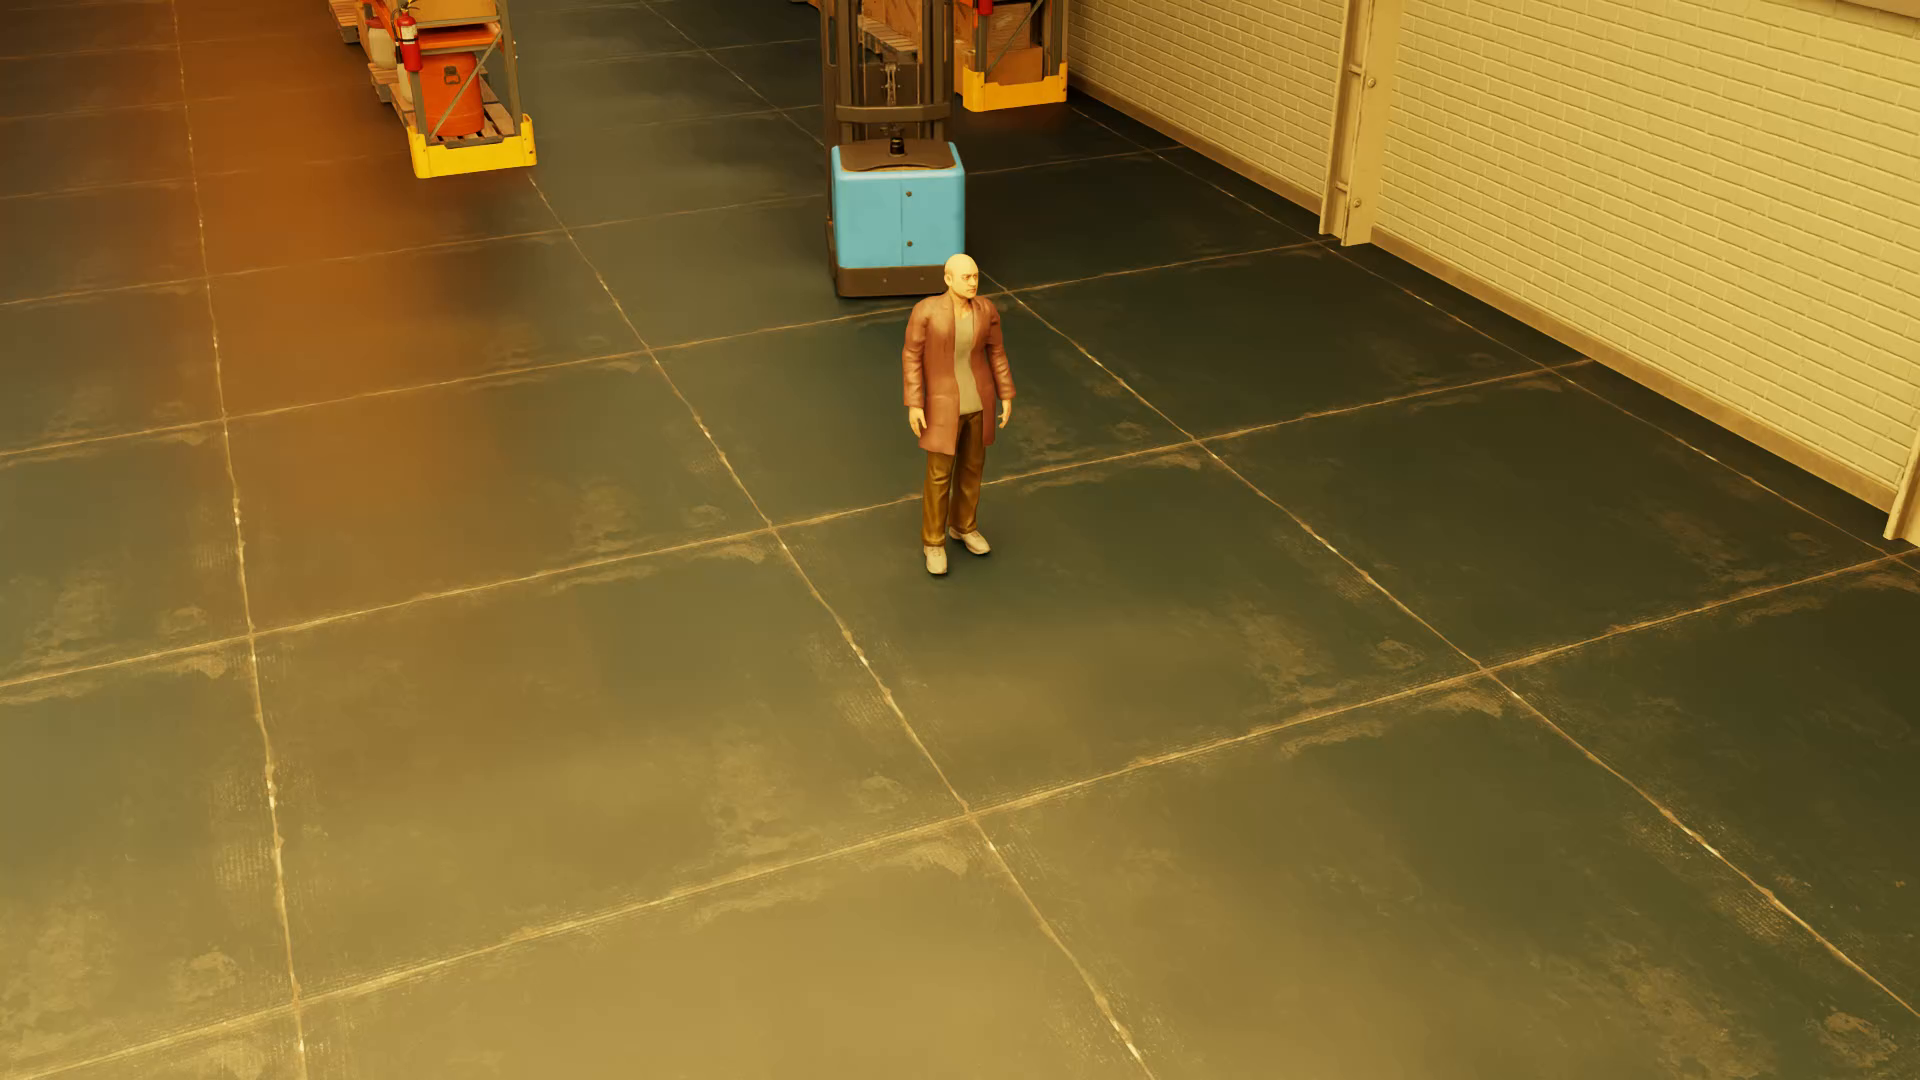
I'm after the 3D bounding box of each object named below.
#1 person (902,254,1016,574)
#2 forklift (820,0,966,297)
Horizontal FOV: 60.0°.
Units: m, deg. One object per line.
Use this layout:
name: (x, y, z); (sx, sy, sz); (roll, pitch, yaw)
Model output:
person: (0.032, -0.736, 9.554); (0.696, 1.775, 0.582); (-12, 32, -20)
forklift: (-0.619, -3.927, 13.987); (1.130, 2.935, 3.031); (-3, 30, -5)
